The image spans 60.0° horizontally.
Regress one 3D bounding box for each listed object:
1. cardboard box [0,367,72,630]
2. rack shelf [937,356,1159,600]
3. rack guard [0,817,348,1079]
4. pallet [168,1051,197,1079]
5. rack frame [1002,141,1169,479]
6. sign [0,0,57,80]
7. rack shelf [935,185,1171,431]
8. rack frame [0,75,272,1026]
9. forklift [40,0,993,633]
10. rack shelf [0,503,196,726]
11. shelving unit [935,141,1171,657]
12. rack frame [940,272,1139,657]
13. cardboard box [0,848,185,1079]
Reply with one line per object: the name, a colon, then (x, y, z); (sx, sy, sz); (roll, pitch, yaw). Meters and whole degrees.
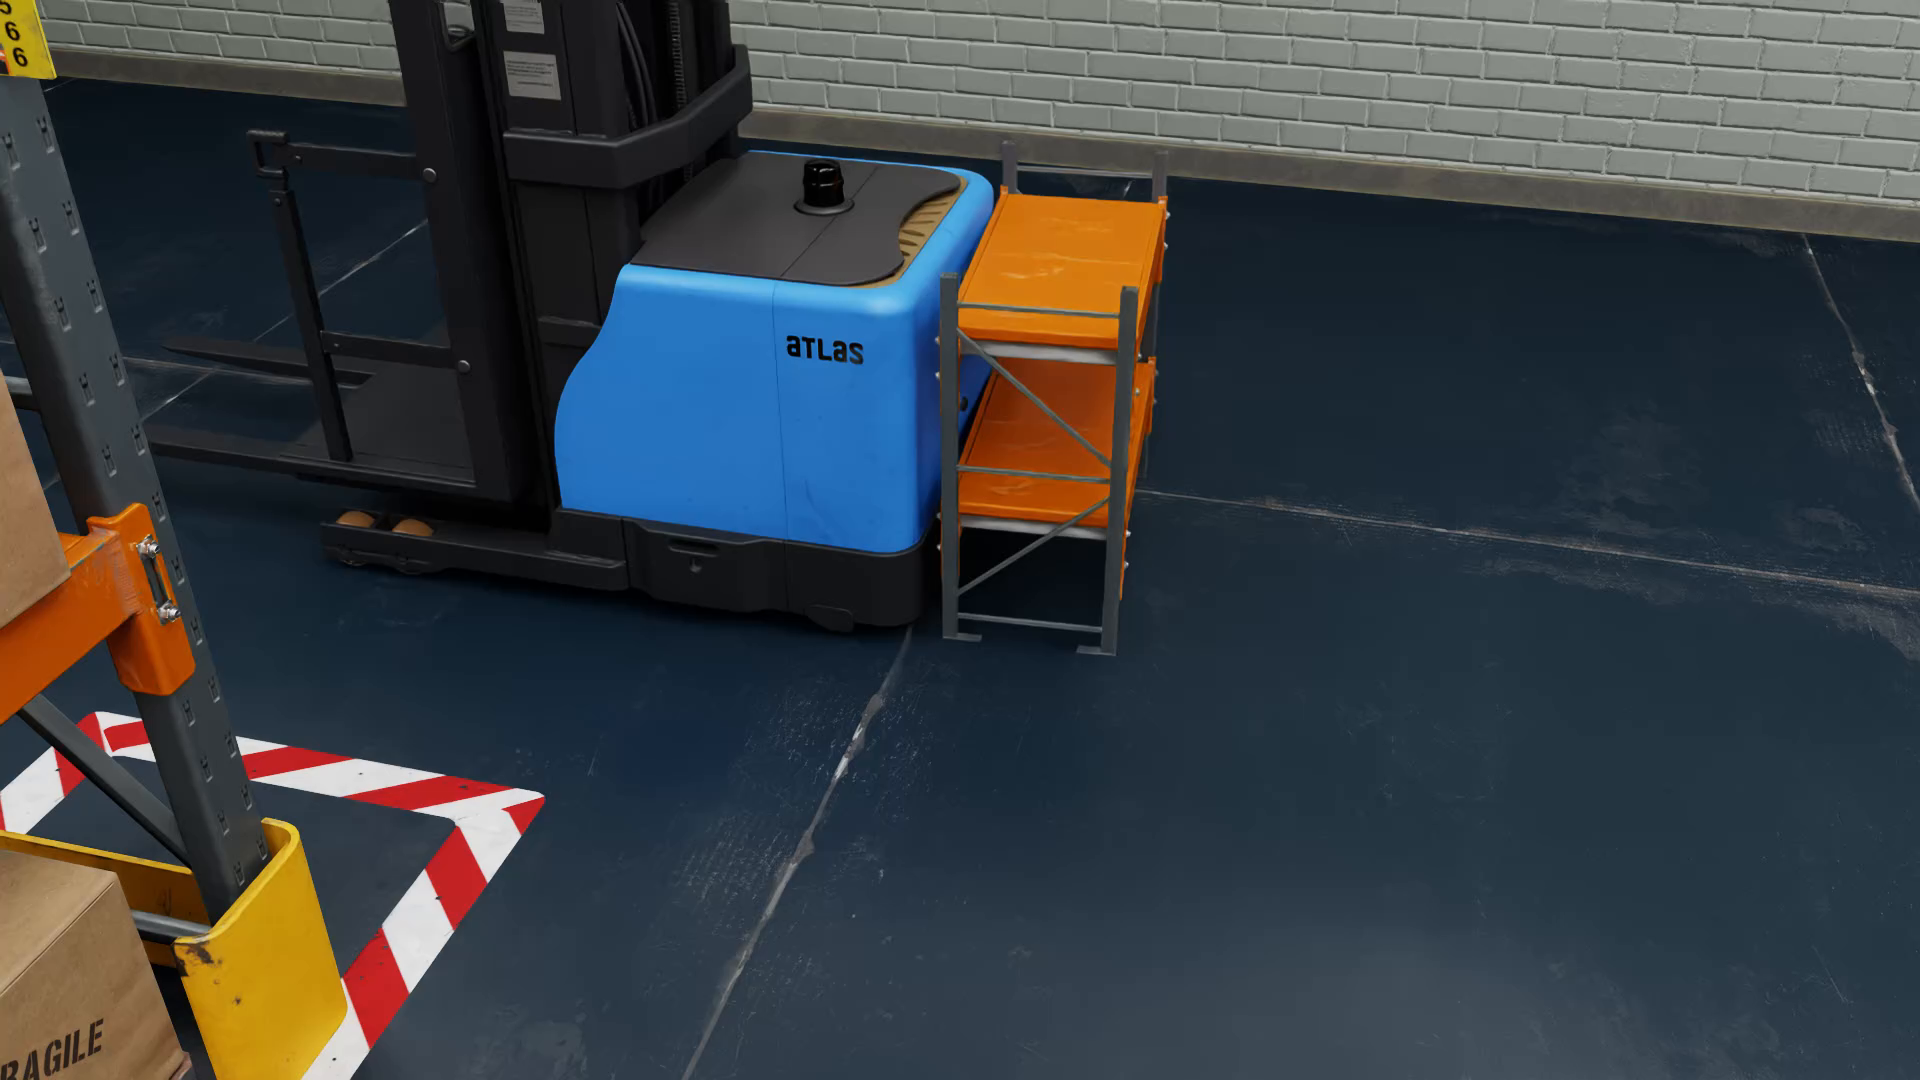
cardboard box: (-1.763, -0.060, 2.455); (0.500, 0.500, 0.500); (9, 34, 14)
rack shelf: (0.288, -0.235, 5.027); (0.538, 0.278, 1.000); (6, 33, 9)
rack guard: (-1.932, 0.807, 3.514); (1.175, 0.500, 0.348); (8, 33, 12)
pallet: (-2.133, 1.343, 2.941); (1.003, 0.211, 1.213); (8, 33, 12)
rack frame: (0.379, -0.710, 5.318); (0.500, 1.125, 0.032); (6, 33, 9)
sign: (-1.381, -0.823, 2.375); (0.100, 0.325, 0.005); (8, 33, 12)
rack shelf: (0.288, -0.689, 4.739); (0.538, 0.278, 1.000); (6, 33, 9)
rack frame: (-1.912, -0.287, 2.906); (1.000, 3.000, 0.127); (8, 33, 12)
forklift: (-1.461, -1.395, 4.712); (3.031, 2.935, 1.130); (8, 33, 12)
rack shelf: (-2.420, 1.054, 1.466); (1.077, 0.370, 4.000); (8, 33, 12)
shelving unit: (0.288, -0.442, 4.896); (0.538, 1.125, 1.048); (6, 33, 9)
rack frame: (0.198, -0.173, 4.474); (0.500, 1.125, 0.032); (6, 33, 9)
cardboard box: (-1.812, 0.898, 2.962); (0.500, 0.500, 0.500); (8, 33, 12)
